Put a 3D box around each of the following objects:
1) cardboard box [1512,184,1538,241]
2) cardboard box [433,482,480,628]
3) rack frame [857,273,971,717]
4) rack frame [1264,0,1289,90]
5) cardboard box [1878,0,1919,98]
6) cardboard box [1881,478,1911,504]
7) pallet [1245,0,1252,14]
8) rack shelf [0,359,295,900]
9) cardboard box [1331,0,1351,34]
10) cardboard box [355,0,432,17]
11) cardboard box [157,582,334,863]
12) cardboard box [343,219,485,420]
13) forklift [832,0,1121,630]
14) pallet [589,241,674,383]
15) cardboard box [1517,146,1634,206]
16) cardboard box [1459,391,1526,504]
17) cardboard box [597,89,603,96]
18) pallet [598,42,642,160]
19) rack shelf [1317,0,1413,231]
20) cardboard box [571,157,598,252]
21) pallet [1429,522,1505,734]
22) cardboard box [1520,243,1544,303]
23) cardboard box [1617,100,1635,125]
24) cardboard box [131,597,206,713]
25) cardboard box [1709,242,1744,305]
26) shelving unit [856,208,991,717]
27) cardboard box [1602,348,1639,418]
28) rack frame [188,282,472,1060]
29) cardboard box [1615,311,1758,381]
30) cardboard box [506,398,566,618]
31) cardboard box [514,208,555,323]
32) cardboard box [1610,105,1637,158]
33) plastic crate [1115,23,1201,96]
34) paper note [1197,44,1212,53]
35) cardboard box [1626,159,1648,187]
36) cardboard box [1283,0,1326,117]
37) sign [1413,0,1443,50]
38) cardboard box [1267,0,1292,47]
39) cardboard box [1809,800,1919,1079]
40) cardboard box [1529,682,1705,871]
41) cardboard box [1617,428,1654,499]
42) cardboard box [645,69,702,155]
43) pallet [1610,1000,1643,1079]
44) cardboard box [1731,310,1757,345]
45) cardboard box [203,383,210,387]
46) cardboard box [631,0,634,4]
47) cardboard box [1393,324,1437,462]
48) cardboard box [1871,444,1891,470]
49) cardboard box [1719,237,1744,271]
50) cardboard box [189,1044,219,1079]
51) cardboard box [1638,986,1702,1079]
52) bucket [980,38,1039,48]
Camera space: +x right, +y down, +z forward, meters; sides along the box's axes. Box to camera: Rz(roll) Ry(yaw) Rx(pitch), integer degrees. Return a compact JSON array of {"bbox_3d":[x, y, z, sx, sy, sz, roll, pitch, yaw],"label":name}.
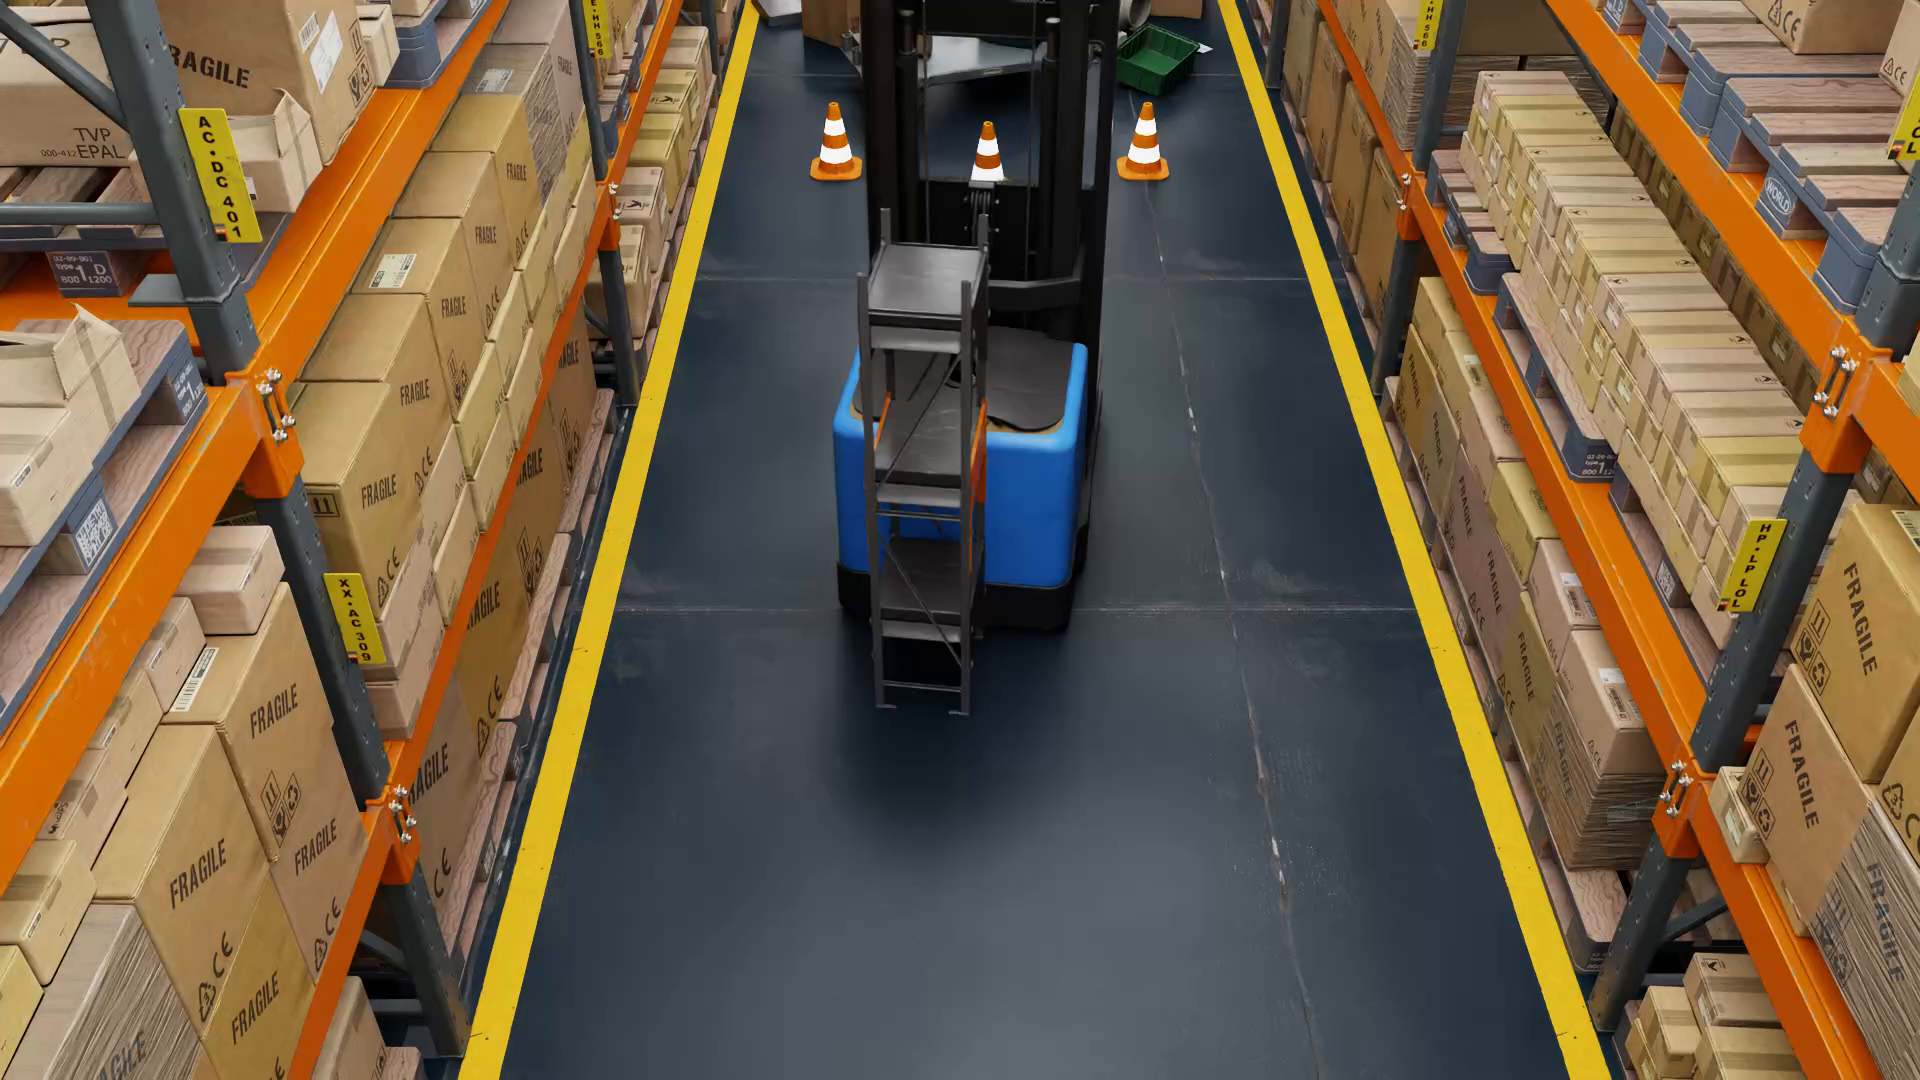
[{"bbox_3d":[2.536,-1.365,6.927,0.380,0.149,0.250,0,39,0],"label":"cardboard box"},{"bbox_3d":[-1.955,0.048,5.657,0.500,0.250,0.500,-1,39,-1],"label":"cardboard box"},{"bbox_3d":[-0.160,-0.090,6.429,0.400,2.100,0.015,5,39,6],"label":"rack frame"},{"bbox_3d":[2.725,-4.481,11.189,1.000,3.000,0.127,0,39,0],"label":"rack frame"},{"bbox_3d":[2.943,-1.328,4.591,0.500,0.311,0.500,-1,39,-1],"label":"cardboard box"},{"bbox_3d":[3.191,-0.069,5.310,0.380,0.149,0.250,-1,39,-1],"label":"cardboard box"},{"bbox_3d":[2.798,-4.633,13.608,1.003,0.211,1.213,0,39,0],"label":"pallet"},{"bbox_3d":[-2.214,0.949,2.589,1.077,0.370,4.000,0,39,0],"label":"rack shelf"},{"bbox_3d":[2.456,-3.245,9.566,0.500,0.500,0.500,1,39,1],"label":"cardboard box"},{"bbox_3d":[-1.868,-1.836,5.261,0.396,0.266,0.258,3,39,4],"label":"cardboard box"},{"bbox_3d":[-1.939,0.454,4.151,0.500,0.500,0.500,0,39,0],"label":"cardboard box"},{"bbox_3d":[-1.955,-0.748,5.651,0.500,0.500,0.500,-1,39,-1],"label":"cardboard box"},{"bbox_3d":[0.156,-1.661,7.725,1.130,2.935,3.031,5,39,6],"label":"forklift"},{"bbox_3d":[-2.220,-1.313,9.466,1.003,0.211,1.213,0,39,0],"label":"pallet"},{"bbox_3d":[2.535,-1.501,6.860,0.380,0.149,0.250,-2,39,-2],"label":"cardboard box"},{"bbox_3d":[2.476,-0.403,7.163,0.500,0.250,0.500,0,39,0],"label":"cardboard box"},{"bbox_3d":[-2.002,-2.359,8.406,0.380,0.149,0.250,-2,39,-3],"label":"cardboard box"},{"bbox_3d":[-2.328,-2.284,8.600,1.213,0.211,1.003,0,39,0],"label":"pallet"},{"bbox_3d":[2.727,-2.950,9.853,1.077,0.370,4.000,0,39,0],"label":"rack shelf"},{"bbox_3d":[-1.960,-1.538,7.636,0.500,0.250,0.500,-1,39,-2],"label":"cardboard box"},{"bbox_3d":[2.727,0.358,7.380,1.003,0.211,1.213,0,39,0],"label":"pallet"},{"bbox_3d":[2.534,-1.094,6.827,0.380,0.149,0.250,1,39,1],"label":"cardboard box"},{"bbox_3d":[3.188,-1.971,7.446,0.380,0.149,0.250,-1,39,-2],"label":"cardboard box"},{"bbox_3d":[-2.006,0.264,3.870,0.380,0.149,0.250,1,39,1],"label":"cardboard box"},{"bbox_3d":[3.189,-1.046,6.530,0.380,0.149,0.250,1,39,1],"label":"cardboard box"},{"bbox_3d":[-0.128,-0.241,6.618,0.431,2.100,0.503,5,39,6],"label":"shelving unit"},{"bbox_3d":[2.533,-0.562,5.926,0.380,0.149,0.250,-2,39,-2],"label":"cardboard box"},{"bbox_3d":[-2.216,0.588,4.863,1.000,3.000,0.127,0,39,0],"label":"rack frame"},{"bbox_3d":[2.542,-0.675,5.828,0.380,0.149,0.250,-1,39,-2],"label":"cardboard box"},{"bbox_3d":[-2.306,-0.258,7.282,0.875,0.875,0.875,0,39,1],"label":"cardboard box"},{"bbox_3d":[-1.941,-1.106,6.697,0.500,0.250,0.500,-1,39,-1],"label":"cardboard box"},{"bbox_3d":[3.185,-1.853,7.536,0.380,0.149,0.250,1,39,1],"label":"cardboard box"},{"bbox_3d":[1.414,-3.514,12.184,0.450,0.188,0.662,27,45,16],"label":"plastic crate"},{"bbox_3d":[1.818,-3.743,12.641,0.147,0.020,0.142,-28,46,-30],"label":"paper note"},{"bbox_3d":[3.188,-1.582,7.436,0.380,0.149,0.250,0,39,0],"label":"cardboard box"},{"bbox_3d":[2.815,-3.379,11.276,1.050,0.750,0.750,0,39,0],"label":"cardboard box"},{"bbox_3d":[2.174,-2.429,7.702,0.100,0.325,0.005,0,39,0],"label":"sign"},{"bbox_3d":[2.794,-4.209,12.213,0.875,0.875,0.875,1,39,1],"label":"cardboard box"},{"bbox_3d":[2.490,0.986,4.049,0.500,0.500,0.500,0,39,0],"label":"cardboard box"},{"bbox_3d":[2.481,0.871,6.174,0.500,0.500,0.500,-1,39,-1],"label":"cardboard box"},{"bbox_3d":[2.536,-0.267,5.796,0.380,0.149,0.250,-2,39,-2],"label":"cardboard box"},{"bbox_3d":[-2.218,-2.775,10.825,0.950,0.372,0.625,2,39,3],"label":"cardboard box"},{"bbox_3d":[2.770,2.030,5.294,1.003,0.211,1.213,0,39,0],"label":"pallet"},{"bbox_3d":[3.189,-0.765,6.416,0.380,0.149,0.250,-2,39,-2],"label":"cardboard box"},{"bbox_3d":[-2.468,-0.120,4.867,0.500,0.500,0.500,1,39,1],"label":"cardboard box"},{"bbox_3d":[-2.005,-3.171,8.901,0.500,0.500,0.500,1,39,1],"label":"cardboard box"},{"bbox_3d":[2.475,-0.726,8.165,0.500,0.500,0.500,-2,39,-2],"label":"cardboard box"},{"bbox_3d":[3.189,-0.358,5.432,0.380,0.149,0.250,0,39,0],"label":"cardboard box"},{"bbox_3d":[3.188,-1.163,6.437,0.380,0.149,0.250,2,39,2],"label":"cardboard box"},{"bbox_3d":[-1.938,1.475,3.676,0.500,0.500,0.500,-1,39,-1],"label":"cardboard box"},{"bbox_3d":[2.414,1.581,5.330,0.380,0.149,0.250,2,39,2],"label":"cardboard box"},{"bbox_3d":[0.419,-3.880,11.841,0.726,0.611,0.620,13,50,15],"label":"bucket"}]
